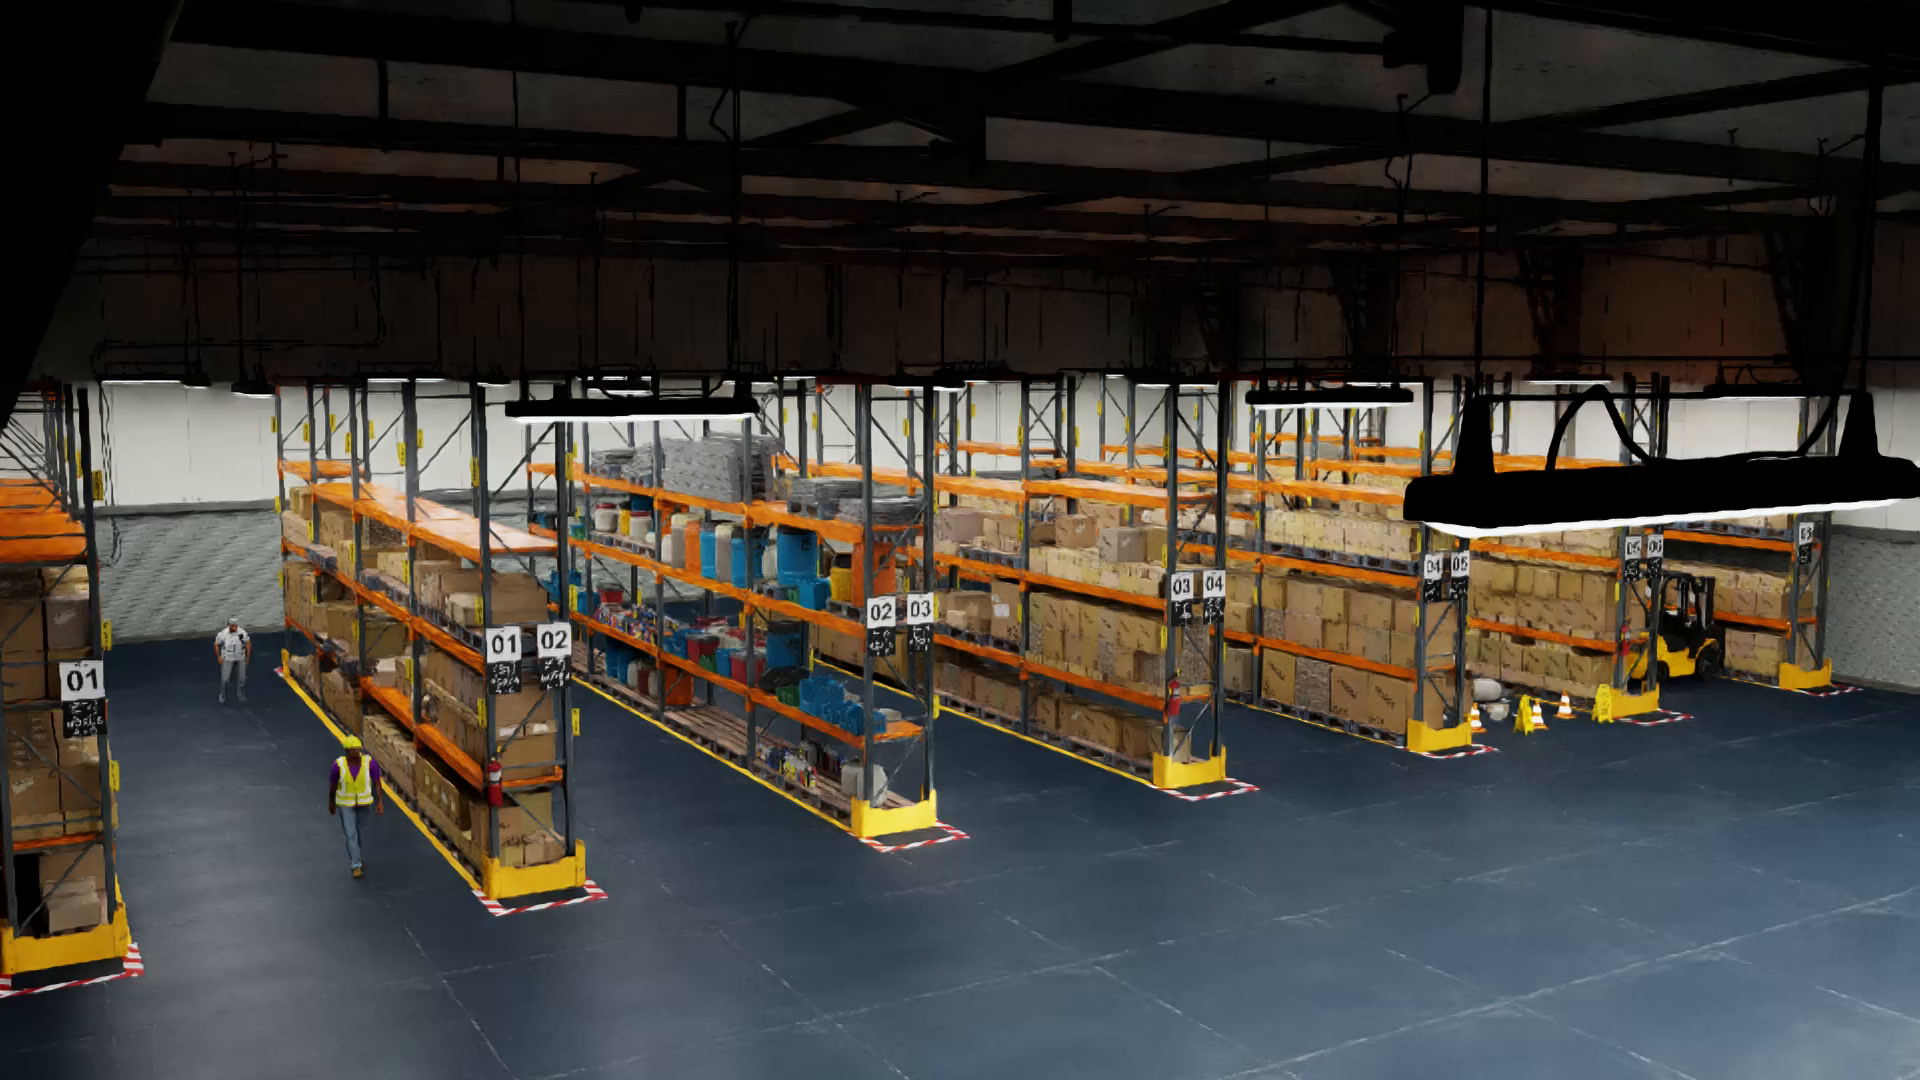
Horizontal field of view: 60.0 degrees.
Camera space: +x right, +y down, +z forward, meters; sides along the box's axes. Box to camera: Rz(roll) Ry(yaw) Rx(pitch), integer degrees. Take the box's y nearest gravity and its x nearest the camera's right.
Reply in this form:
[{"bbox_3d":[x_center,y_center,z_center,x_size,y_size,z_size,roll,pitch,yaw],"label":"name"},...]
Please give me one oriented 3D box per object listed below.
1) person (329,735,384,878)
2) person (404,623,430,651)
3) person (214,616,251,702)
[{"bbox_3d":[-7.437,3.240,20.510,0.589,1.716,1.043,-4,7,-31],"label":"person"},{"bbox_3d":[-10.380,2.049,31.792,0.458,1.612,1.018,-4,7,-31],"label":"person"},{"bbox_3d":[-13.386,2.191,30.632,0.625,1.611,0.582,-4,7,-31],"label":"person"}]
